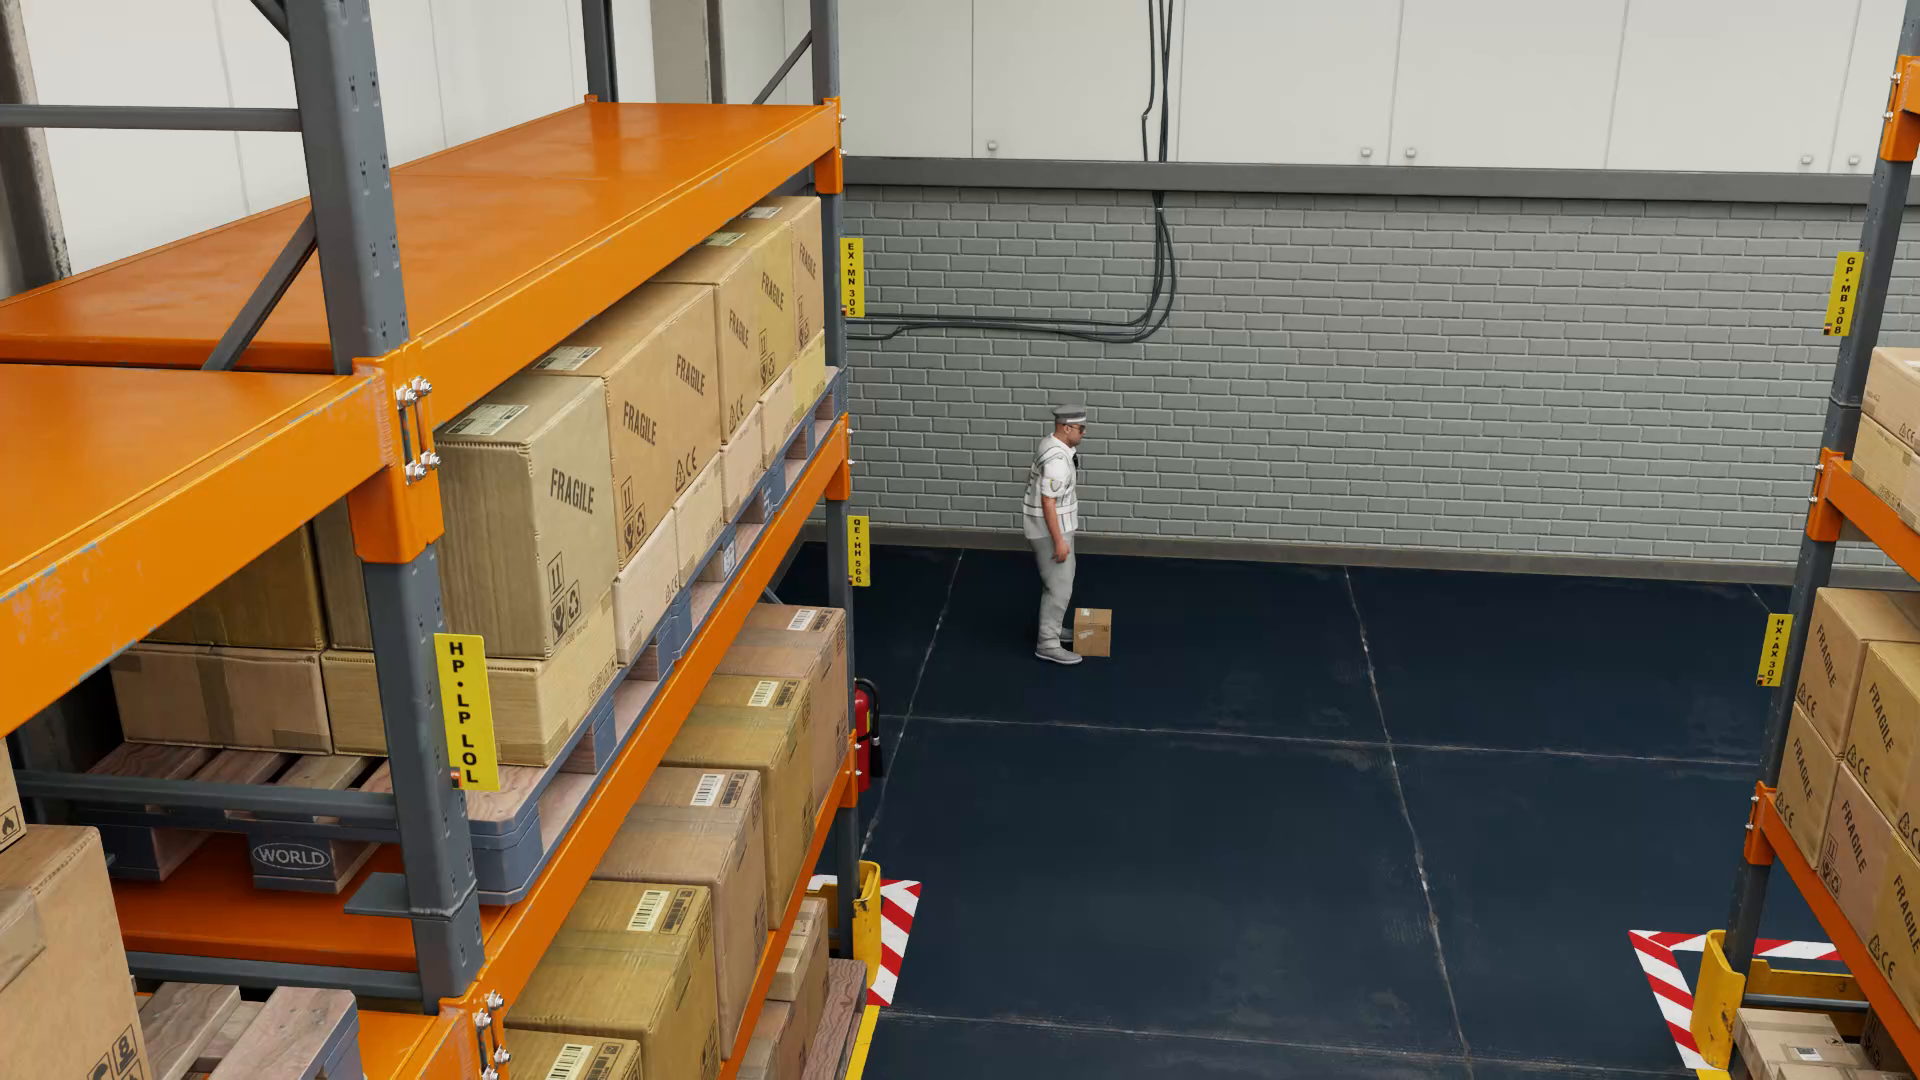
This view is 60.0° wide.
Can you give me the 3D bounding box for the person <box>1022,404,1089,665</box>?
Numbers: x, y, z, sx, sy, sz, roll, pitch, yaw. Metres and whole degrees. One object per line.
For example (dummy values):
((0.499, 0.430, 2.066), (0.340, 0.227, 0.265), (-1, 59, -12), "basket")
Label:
((0.640, -0.067, 11.251), (0.440, 1.744, 0.585), (2, 21, 5), "person")
